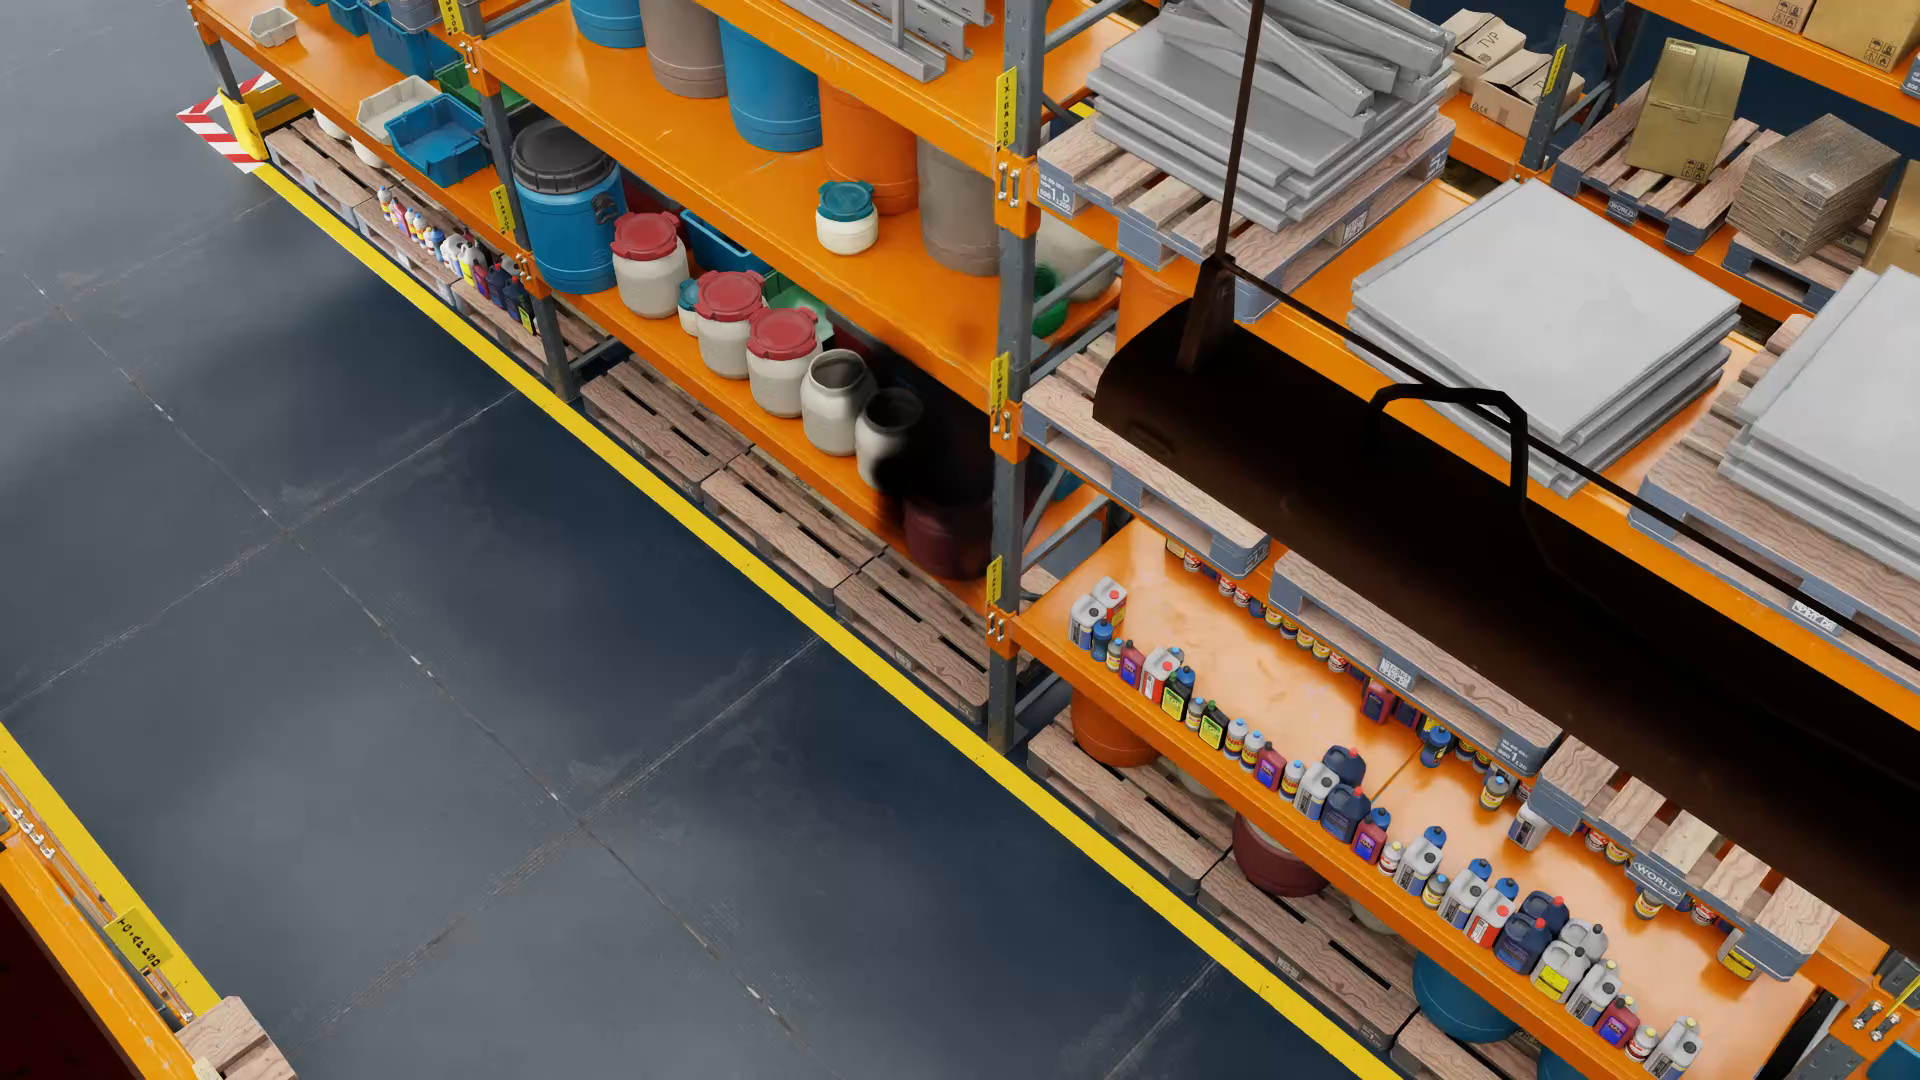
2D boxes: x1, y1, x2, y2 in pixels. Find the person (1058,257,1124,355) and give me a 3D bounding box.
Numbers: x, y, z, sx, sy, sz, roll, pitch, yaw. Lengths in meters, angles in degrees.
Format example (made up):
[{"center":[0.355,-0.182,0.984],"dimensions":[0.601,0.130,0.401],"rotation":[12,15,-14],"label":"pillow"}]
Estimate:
[{"center":[0.792,-1.297,10.102],"dimensions":[0.758,1.571,0.585],"rotation":[32,57,24],"label":"person"}]
